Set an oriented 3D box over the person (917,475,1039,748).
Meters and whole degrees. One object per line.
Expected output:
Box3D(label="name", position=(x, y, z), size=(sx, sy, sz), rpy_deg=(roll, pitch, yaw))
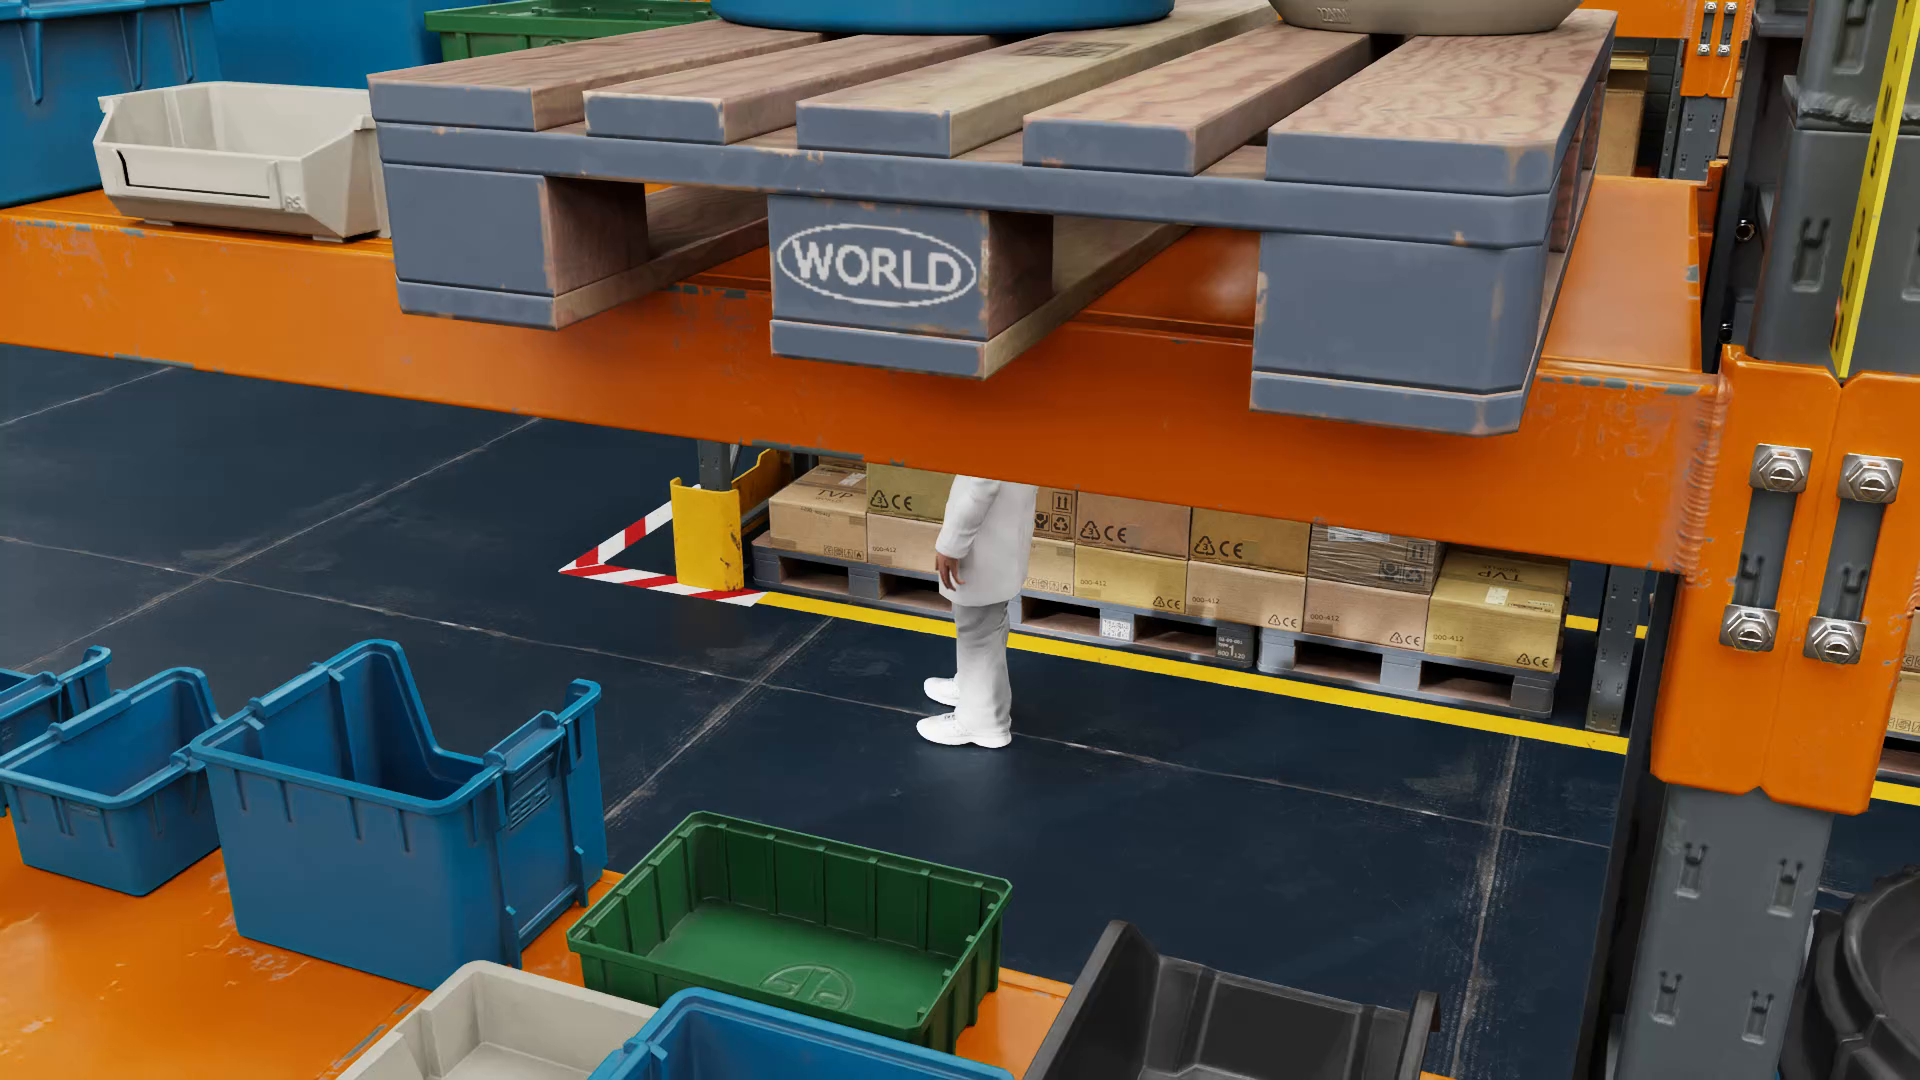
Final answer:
Box3D(label="person", position=(0.019, -0.048, 6.222), size=(0.579, 1.765, 0.695), rpy_deg=(9, 24, 20))
